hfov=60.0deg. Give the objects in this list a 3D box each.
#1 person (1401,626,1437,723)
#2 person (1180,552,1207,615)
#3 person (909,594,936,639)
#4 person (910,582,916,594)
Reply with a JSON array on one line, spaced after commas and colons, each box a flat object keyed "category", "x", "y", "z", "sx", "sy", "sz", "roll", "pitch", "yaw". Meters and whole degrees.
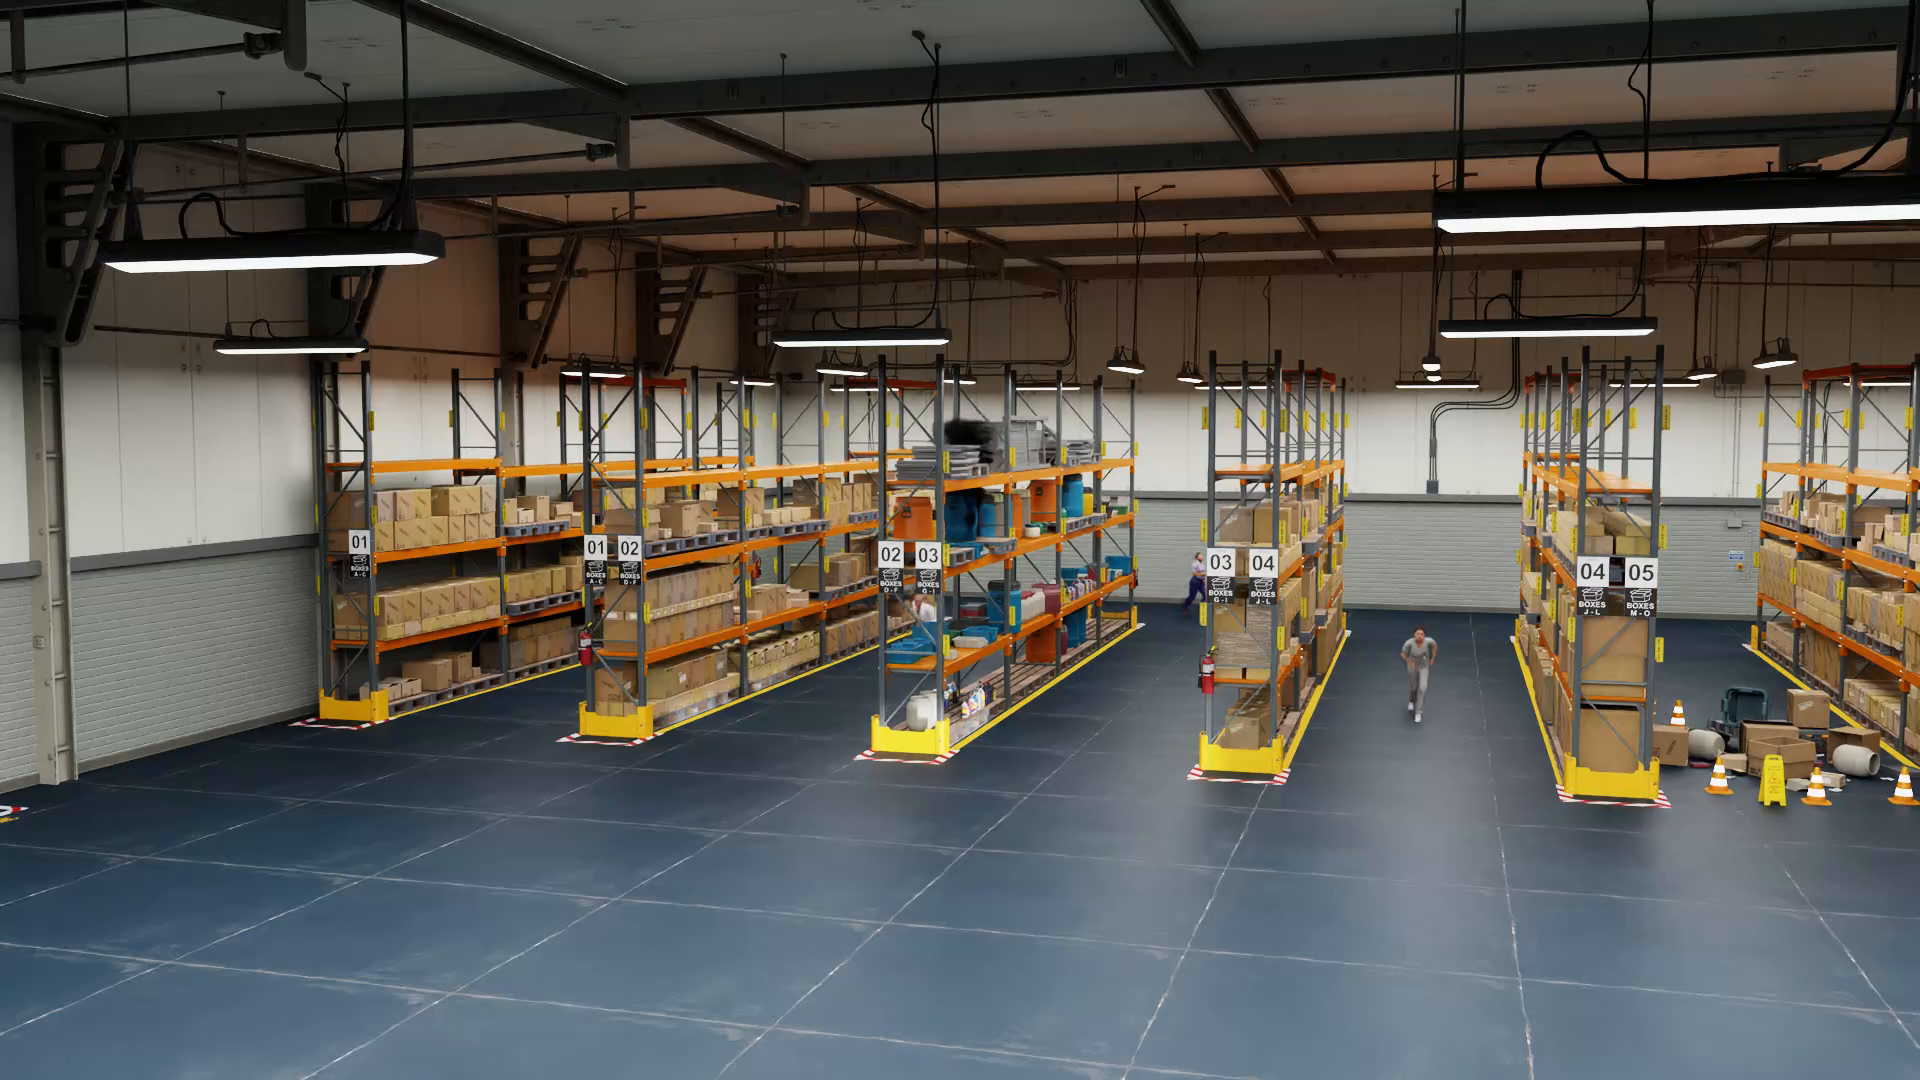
[{"category": "person", "x": 7.719, "y": 2.217, "z": 28.058, "sx": 0.603, "sy": 1.625, "sz": 1.009, "roll": 0, "pitch": 4, "yaw": 4}, {"category": "person", "x": 6.031, "y": 1.146, "z": 42.370, "sx": 0.852, "sy": 1.695, "sz": 0.599, "roll": 4, "pitch": 5, "yaw": 41}, {"category": "person", "x": -0.643, "y": 1.814, "z": 33.029, "sx": 0.725, "sy": 1.593, "sz": 1.140, "roll": 2, "pitch": 5, "yaw": 31}, {"category": "person", "x": -1.079, "y": 0.963, "z": 44.121, "sx": 0.681, "sy": 1.823, "sz": 0.867, "roll": -3, "pitch": 5, "yaw": -32}]
